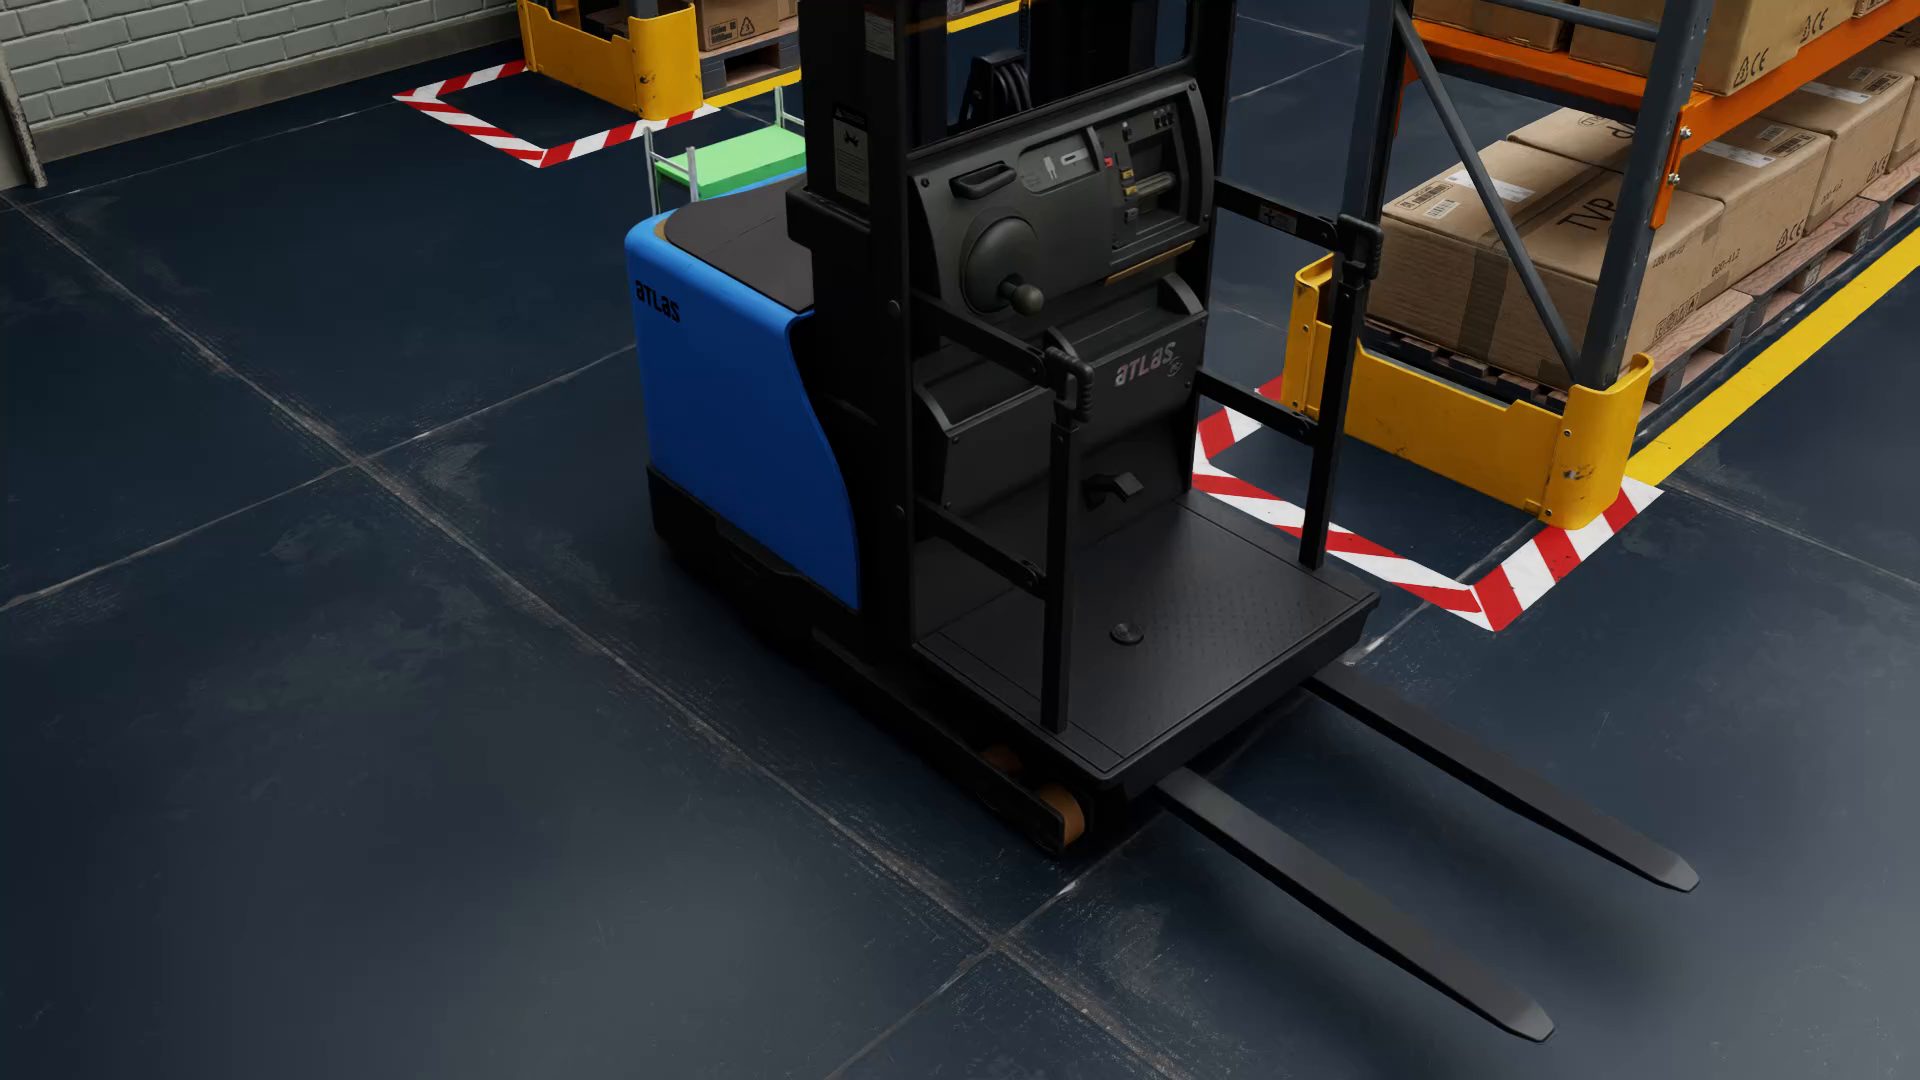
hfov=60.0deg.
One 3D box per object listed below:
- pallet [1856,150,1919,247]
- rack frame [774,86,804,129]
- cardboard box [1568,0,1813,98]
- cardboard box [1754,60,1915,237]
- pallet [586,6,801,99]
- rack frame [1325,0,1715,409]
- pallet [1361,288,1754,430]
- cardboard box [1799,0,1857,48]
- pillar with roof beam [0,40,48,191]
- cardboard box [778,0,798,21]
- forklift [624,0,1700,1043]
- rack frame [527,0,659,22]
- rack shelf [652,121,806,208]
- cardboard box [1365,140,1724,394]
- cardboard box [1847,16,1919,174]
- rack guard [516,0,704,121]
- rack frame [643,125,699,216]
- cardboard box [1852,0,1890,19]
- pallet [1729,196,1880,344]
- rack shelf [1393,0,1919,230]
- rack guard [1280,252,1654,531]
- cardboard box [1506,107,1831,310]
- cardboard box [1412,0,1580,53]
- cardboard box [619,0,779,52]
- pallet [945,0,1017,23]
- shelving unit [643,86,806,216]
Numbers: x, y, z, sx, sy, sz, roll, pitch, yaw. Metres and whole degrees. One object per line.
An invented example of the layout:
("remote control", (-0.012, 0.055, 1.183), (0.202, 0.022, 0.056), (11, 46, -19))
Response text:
("pallet", (3.896, -1.763, 7.593), (1.003, 0.211, 1.213), (30, 45, 35))
("rack frame", (-0.490, -0.869, 5.447), (0.015, 1.200, 0.240), (-28, 44, -34))
("cardboard box", (2.211, -1.680, 4.950), (0.500, 0.500, 0.500), (29, 44, 35))
("cardboard box", (3.338, -1.730, 6.981), (0.875, 0.438, 0.875), (28, 44, 34))
("pallet", (-1.242, -2.770, 9.038), (1.003, 0.211, 1.213), (30, 45, 35))
("rack frame", (1.669, -1.560, 4.865), (1.000, 3.000, 0.127), (30, 45, 35))
("pallet", (2.177, -0.772, 6.173), (1.003, 0.211, 1.213), (30, 45, 35))
("cardboard box", (2.547, -1.897, 5.260), (0.500, 0.500, 0.500), (29, 44, 35))
("pillar with roof beam", (-1.341, -3.554, 2.479), (9.100, 9.000, 0.400), (30, 45, 35))
("cardboard box", (-1.031, -2.929, 8.953), (0.380, 0.149, 0.250), (28, 43, 34))
("forklift", (0.409, -0.762, 3.780), (1.130, 2.935, 3.031), (-28, 43, -34))
("rack frame", (-1.856, -3.559, 7.731), (1.000, 3.000, 0.127), (30, 45, 35))
("rack shelf", (-0.669, -1.115, 5.073), (0.480, 0.148, 0.258), (-28, 44, -34))
("cardboard box", (2.063, -0.990, 5.920), (0.875, 0.438, 0.875), (28, 44, 34))
("cardboard box", (3.969, -2.094, 7.503), (0.875, 0.438, 0.875), (29, 44, 35))
("rack guard", (-1.803, -2.565, 8.490), (1.175, 0.500, 0.348), (30, 45, 35))
("rack frame", (-0.848, -0.679, 5.174), (0.015, 1.200, 0.240), (-28, 44, -34))
("cardboard box", (2.919, -2.096, 5.546), (0.500, 0.500, 0.500), (29, 44, 35))
("pallet", (3.036, -1.265, 6.880), (1.003, 0.211, 1.213), (30, 45, 35))
("rack shelf", (3.078, -2.077, 6.235), (1.077, 0.370, 4.000), (30, 45, 35))
("rack guard", (1.652, -0.525, 5.566), (1.175, 0.500, 0.348), (30, 45, 35))
("cardboard box", (2.702, -1.365, 6.457), (0.875, 0.438, 0.875), (-29, 44, -34))
("cardboard box", (1.821, -1.904, 5.270), (0.500, 0.500, 0.500), (-30, 45, -35))
("cardboard box", (-1.358, -2.918, 8.626), (0.797, 0.503, 0.637), (28, 43, 34))
("pallet", (-0.382, -3.263, 9.744), (1.003, 0.211, 1.213), (30, 45, 35))
("shelving unit", (-0.669, -0.774, 5.311), (0.503, 1.200, 0.258), (-28, 44, -34))
